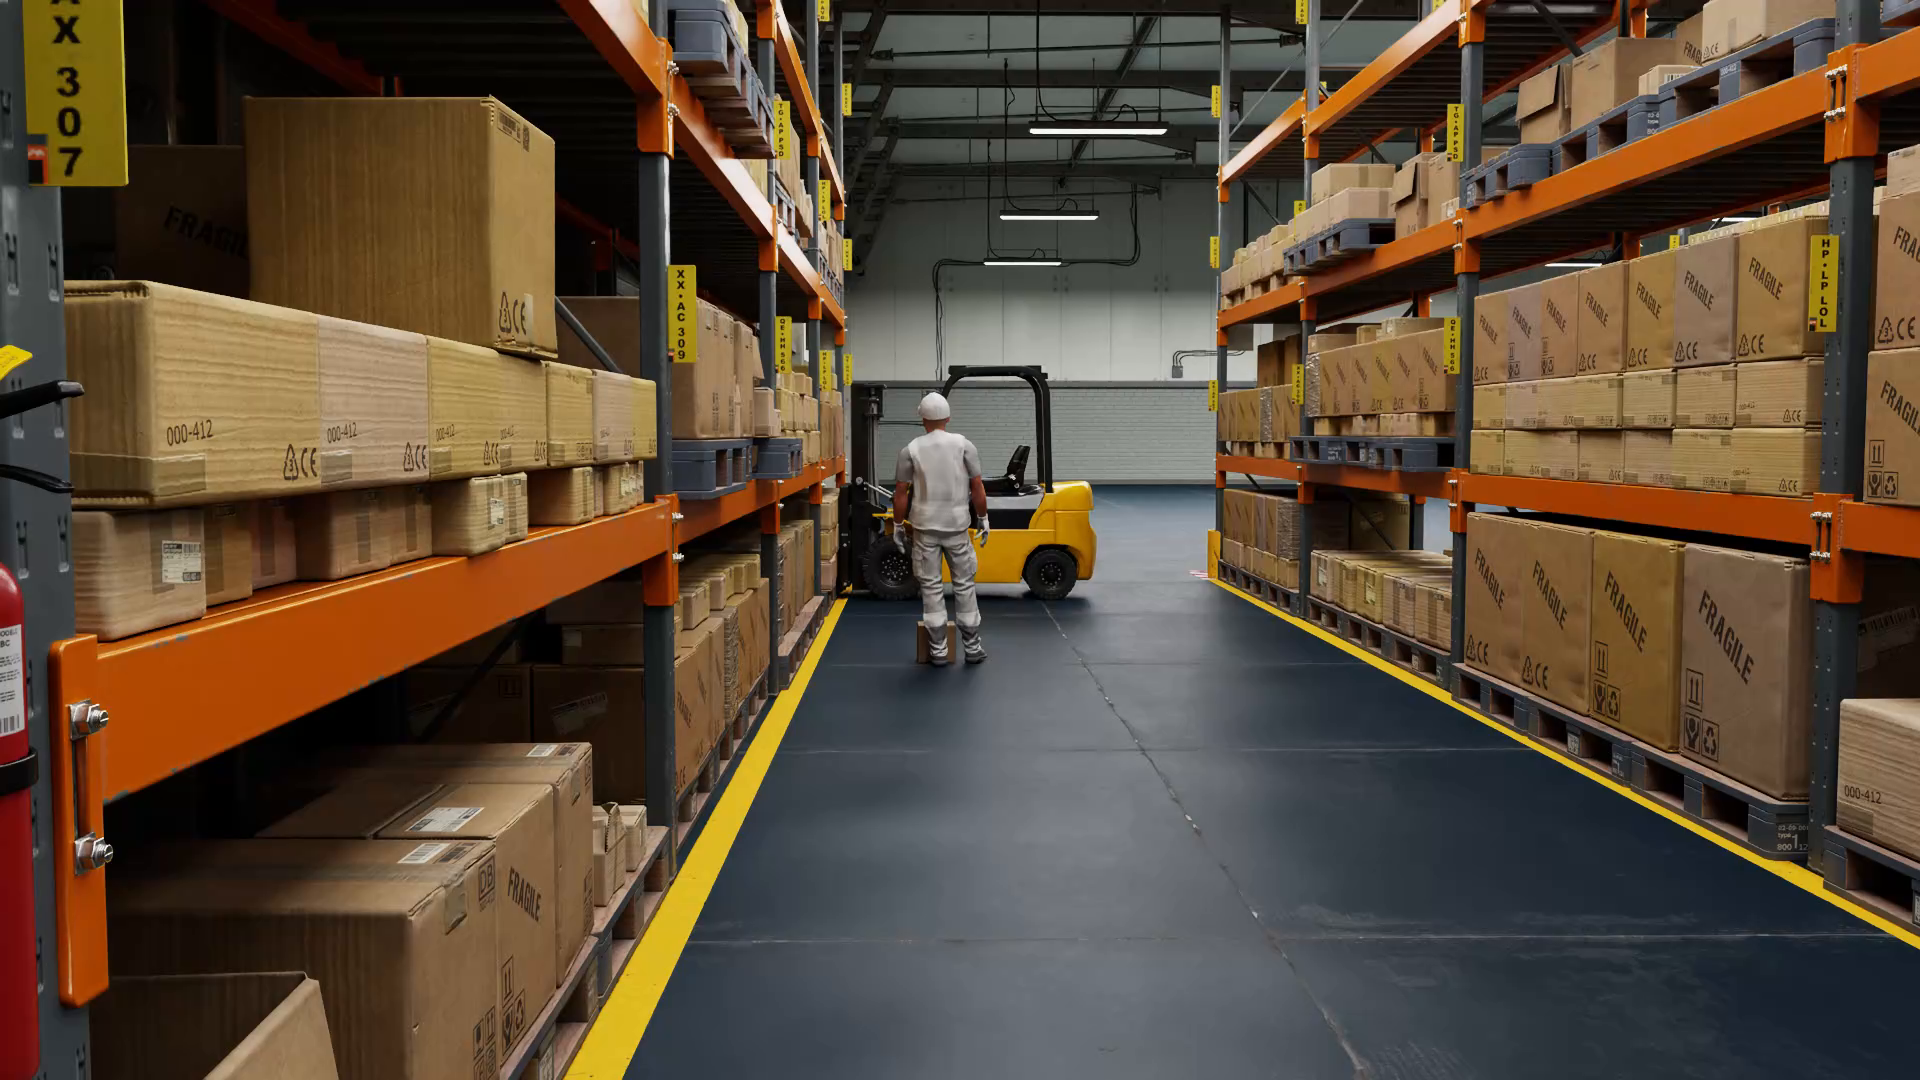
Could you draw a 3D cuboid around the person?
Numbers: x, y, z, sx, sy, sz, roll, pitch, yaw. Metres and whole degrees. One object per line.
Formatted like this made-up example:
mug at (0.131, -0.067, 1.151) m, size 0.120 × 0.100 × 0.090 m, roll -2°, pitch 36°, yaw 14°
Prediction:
person at (-0.123, -0.076, 11.008) m, size 0.637 × 1.790 × 0.559 m, roll 0°, pitch 4°, yaw -1°
